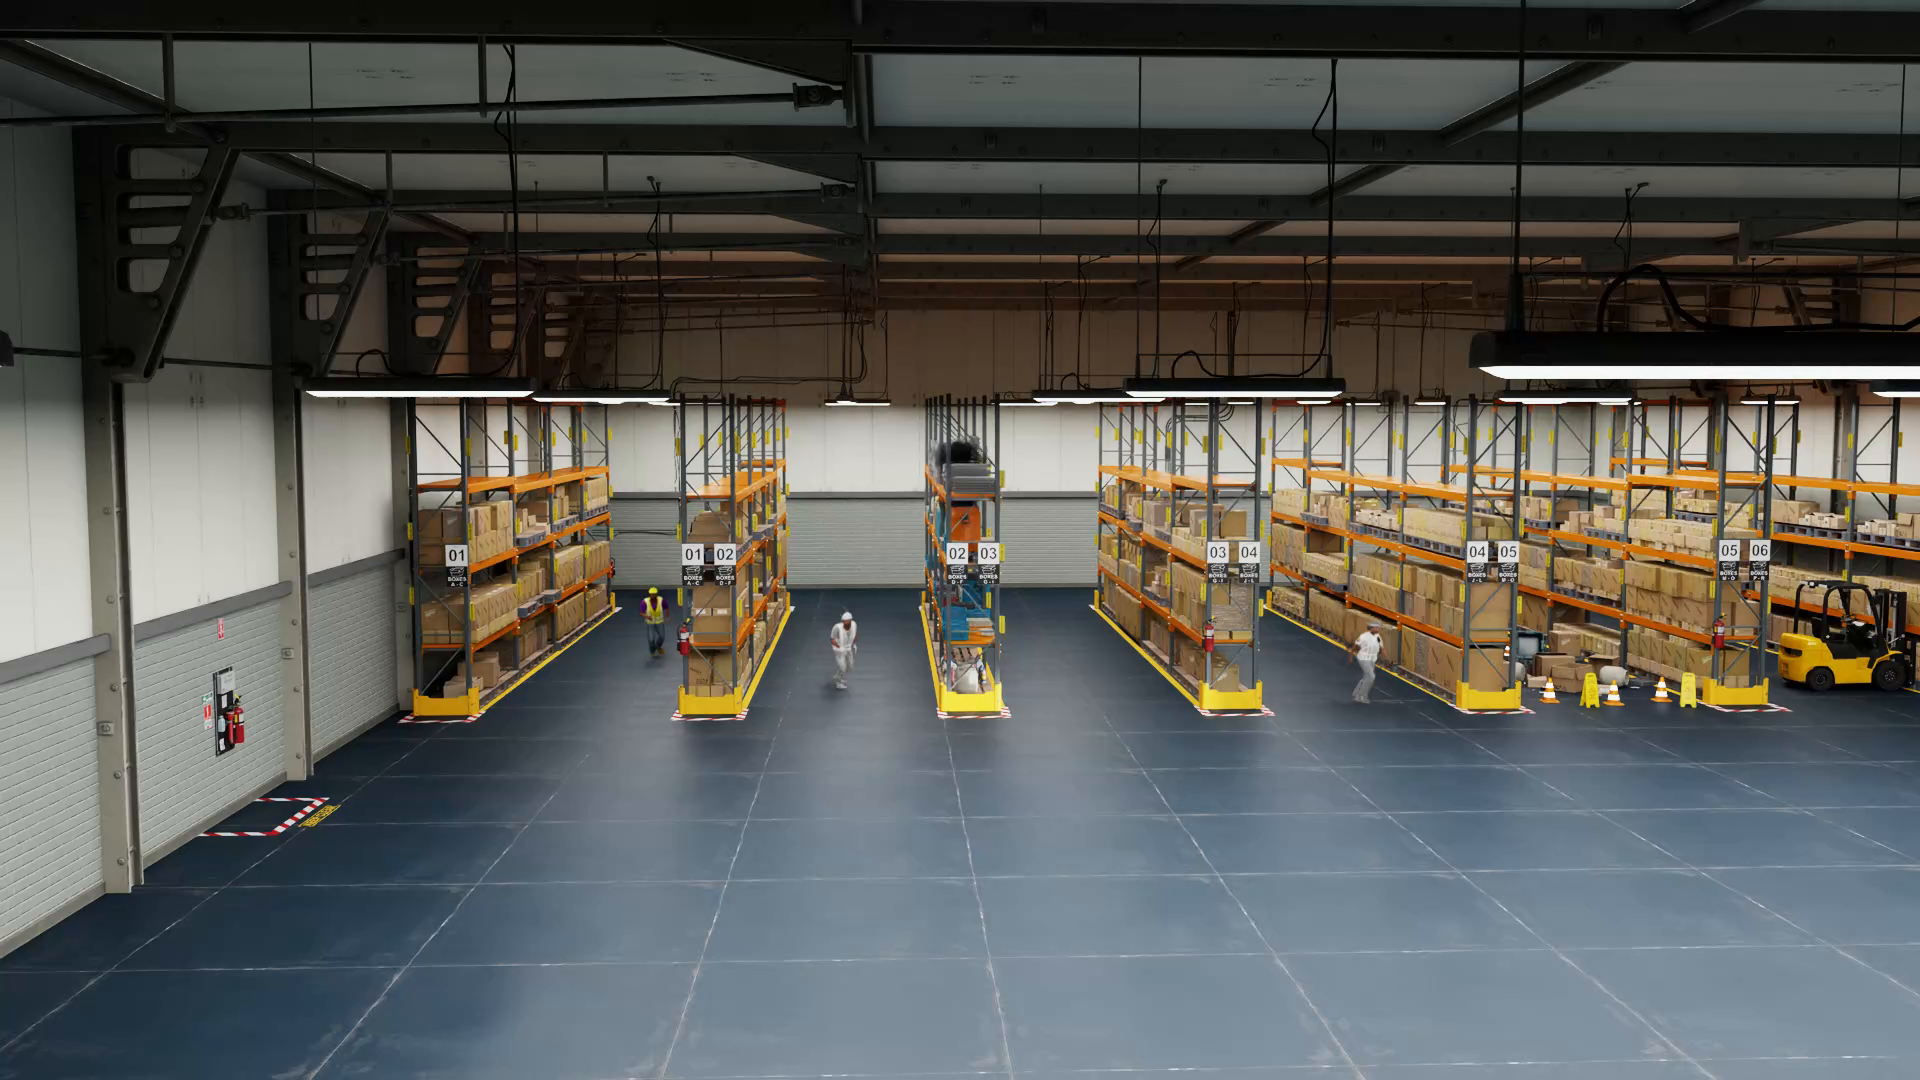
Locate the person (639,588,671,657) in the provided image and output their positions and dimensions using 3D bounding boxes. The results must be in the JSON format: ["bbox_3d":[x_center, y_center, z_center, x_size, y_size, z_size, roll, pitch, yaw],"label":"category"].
[{"bbox_3d":[-6.981,1.896,38.080,0.716,1.653,0.765,-1,5,-16],"label":"person"}]

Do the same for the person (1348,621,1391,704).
[{"bbox_3d":[7.951,2.352,32.217,0.532,1.619,0.811,-3,5,-34],"label":"person"}]

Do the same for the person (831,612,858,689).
[{"bbox_3d":[-2.395,2.234,33.844,0.654,1.618,0.906,-3,6,-38],"label":"person"}]
